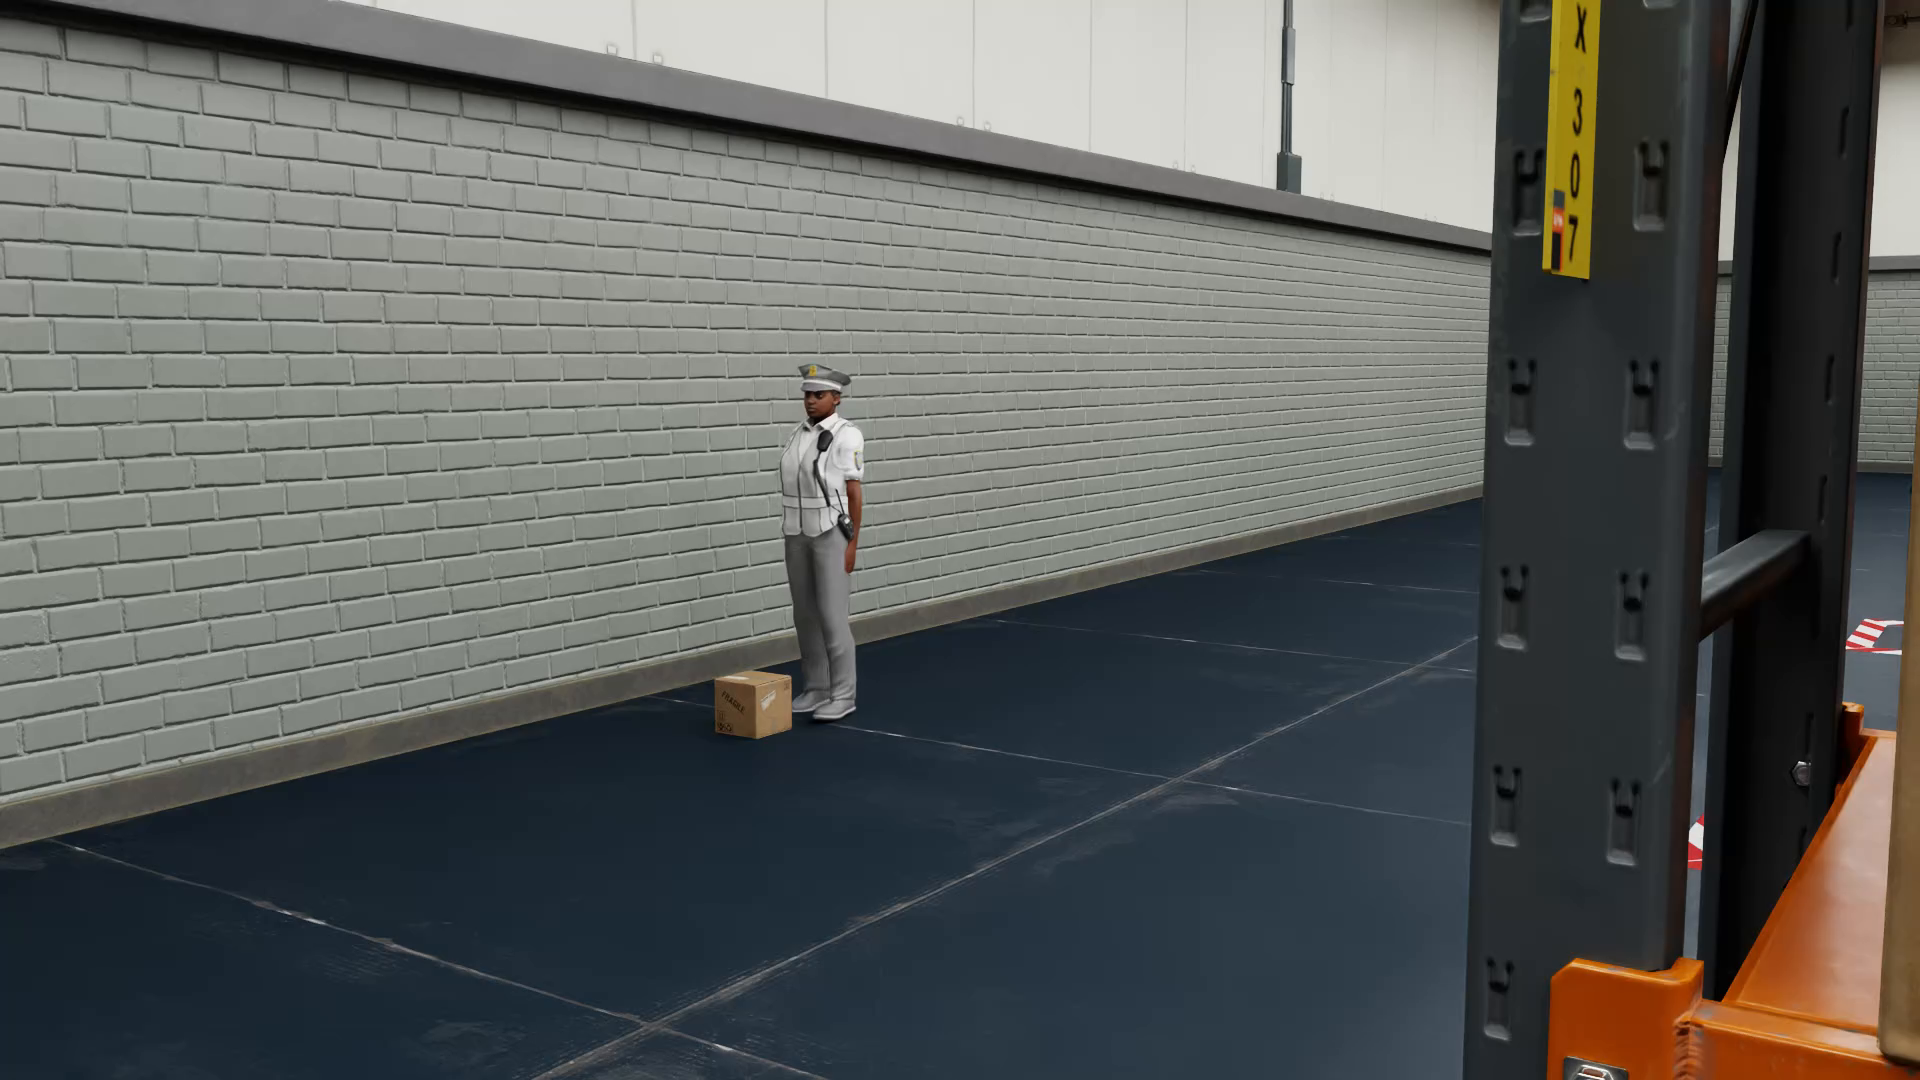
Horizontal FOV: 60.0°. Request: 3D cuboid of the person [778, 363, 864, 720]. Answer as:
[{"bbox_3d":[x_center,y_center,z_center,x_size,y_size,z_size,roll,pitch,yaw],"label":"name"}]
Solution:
[{"bbox_3d":[-0.665,0.005,7.924,0.436,1.687,0.376,4,8,35],"label":"person"}]
